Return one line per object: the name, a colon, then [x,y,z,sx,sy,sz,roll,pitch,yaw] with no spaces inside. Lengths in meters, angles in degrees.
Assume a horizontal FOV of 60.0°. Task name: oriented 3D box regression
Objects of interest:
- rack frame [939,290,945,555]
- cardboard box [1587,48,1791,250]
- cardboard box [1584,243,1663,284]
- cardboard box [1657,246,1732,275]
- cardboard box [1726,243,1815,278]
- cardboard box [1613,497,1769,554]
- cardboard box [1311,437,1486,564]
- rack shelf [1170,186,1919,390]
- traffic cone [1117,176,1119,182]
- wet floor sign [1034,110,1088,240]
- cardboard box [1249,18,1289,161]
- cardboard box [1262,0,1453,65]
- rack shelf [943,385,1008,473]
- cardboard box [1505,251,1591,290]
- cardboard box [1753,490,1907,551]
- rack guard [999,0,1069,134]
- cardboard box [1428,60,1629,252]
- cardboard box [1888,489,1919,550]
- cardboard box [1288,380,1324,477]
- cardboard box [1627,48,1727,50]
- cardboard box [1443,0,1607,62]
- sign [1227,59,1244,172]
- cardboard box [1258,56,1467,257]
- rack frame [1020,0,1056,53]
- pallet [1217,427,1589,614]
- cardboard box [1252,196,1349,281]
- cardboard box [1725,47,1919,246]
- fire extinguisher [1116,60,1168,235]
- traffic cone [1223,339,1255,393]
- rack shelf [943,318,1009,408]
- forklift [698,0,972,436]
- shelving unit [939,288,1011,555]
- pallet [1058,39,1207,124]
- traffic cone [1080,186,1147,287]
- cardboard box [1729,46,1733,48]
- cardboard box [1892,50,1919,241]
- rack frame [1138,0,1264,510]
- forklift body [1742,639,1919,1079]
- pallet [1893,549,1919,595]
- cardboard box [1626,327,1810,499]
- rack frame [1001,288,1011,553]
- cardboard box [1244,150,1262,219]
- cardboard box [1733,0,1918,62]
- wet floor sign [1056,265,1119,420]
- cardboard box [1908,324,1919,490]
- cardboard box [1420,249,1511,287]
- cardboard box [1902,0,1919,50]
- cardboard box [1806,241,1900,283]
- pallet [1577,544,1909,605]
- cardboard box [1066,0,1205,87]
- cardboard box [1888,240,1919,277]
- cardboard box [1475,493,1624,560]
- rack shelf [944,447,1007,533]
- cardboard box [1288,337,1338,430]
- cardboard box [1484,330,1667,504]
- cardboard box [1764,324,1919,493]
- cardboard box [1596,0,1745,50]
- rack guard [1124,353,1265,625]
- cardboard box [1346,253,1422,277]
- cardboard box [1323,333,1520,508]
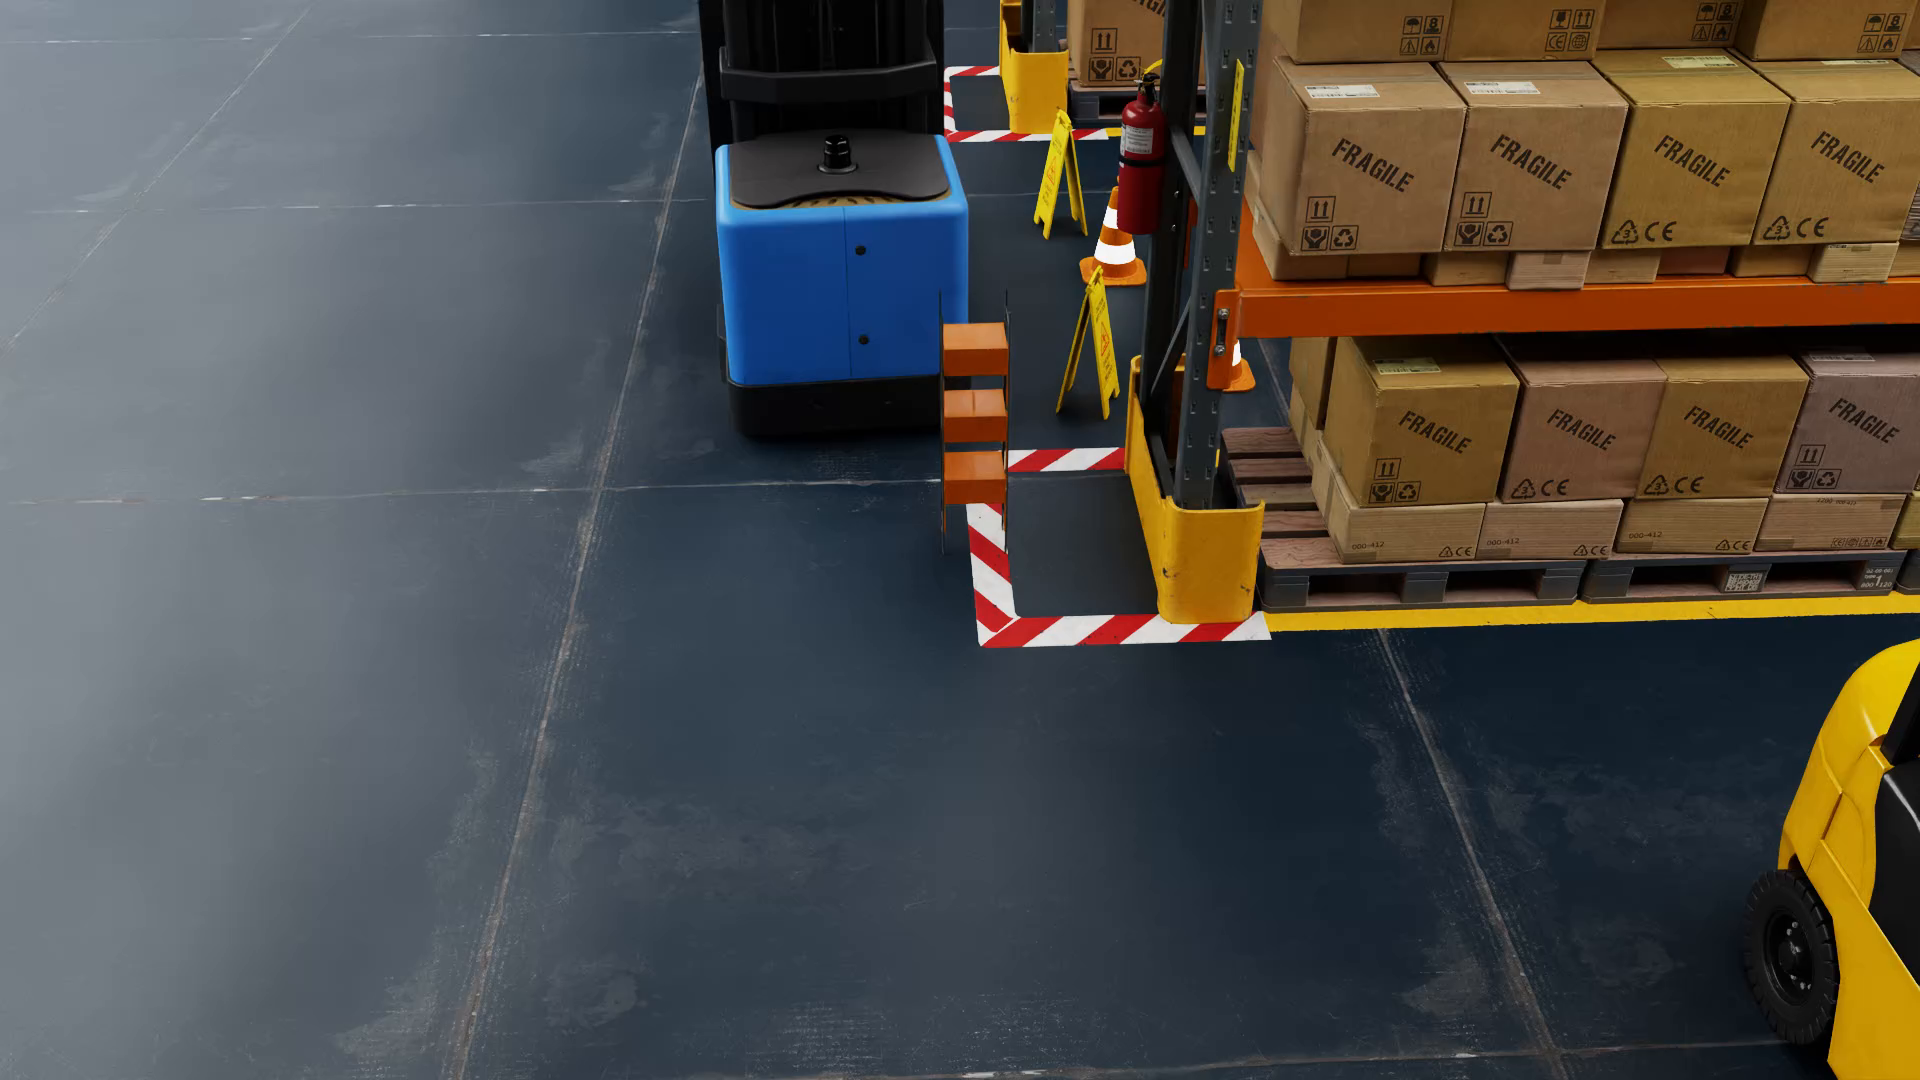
rack frame: [-0.069,-0.430,6.320,0.008,1.050,0.200,-2,35,-2]
cardboard box: [2.332,-1.302,5.518,0.500,0.500,0.500,-2,35,-3]
cardboard box: [2.201,-1.025,5.686,0.250,0.149,0.380,-1,35,-1]
cardboard box: [2.462,-1.066,5.746,0.250,0.149,0.380,0,35,-1]
cardboard box: [2.727,-1.056,5.732,0.250,0.149,0.380,-2,35,-3]
cardboard box: [2.693,-0.192,6.309,0.500,0.250,0.500,1,35,1]
cardboard box: [1.638,-0.160,6.264,0.500,0.250,0.500,-2,35,-3]
rack shelf: [2.817,-1.012,6.079,4.000,0.370,1.077,-2,35,-2]
traffic cone: [1.082,-2.229,9.435,0.334,0.463,0.336,-2,35,-2]
wet floor sign: [0.549,-1.970,8.901,0.232,0.644,0.267,-7,35,-10]
cardboard box: [1.348,-1.588,5.931,0.500,0.500,0.500,-2,35,-3]
cardboard box: [1.319,-1.966,5.598,0.500,0.500,0.700,-2,35,-3]
rack shelf: [0.053,-0.424,6.330,0.240,0.259,0.215,-2,35,-2]
cardboard box: [1.944,-0.999,5.649,0.250,0.149,0.380,-1,35,-1]
cardboard box: [3.197,-0.204,6.327,0.500,0.250,0.500,-1,35,-1]
rack guard: [0.460,-3.036,10.569,0.348,0.500,1.175,-2,35,-2]
cardboard box: [1.823,-1.288,5.497,0.500,0.500,0.500,-1,35,-1]
cardboard box: [3.705,-0.215,6.343,0.500,0.250,0.500,-2,35,-3]
cardboard box: [1.638,-0.471,6.713,0.500,0.250,0.500,-2,35,-2]
cardboard box: [2.349,-1.611,5.963,0.500,0.500,0.500,-2,35,-2]
cardboard box: [1.825,-1.975,5.612,0.500,0.500,0.700,-1,35,-2]
sign: [0.845,-1.301,5.105,0.005,0.325,0.100,-2,35,-2]
cardboard box: [1.305,-1.272,5.474,0.500,0.500,0.500,-2,35,-3]
rack frame: [0.484,-4.065,9.858,0.127,3.000,1.000,-2,35,-2]
pallet: [1.708,-0.111,6.596,1.213,0.211,1.003,-2,35,-2]
cardboard box: [1.168,-1.042,5.711,0.250,0.149,0.380,-1,35,-2]
cardboard box: [2.839,-1.321,5.544,0.500,0.500,0.500,-2,35,-3]
fire extinguisher: [0.683,-1.481,6.193,0.183,0.674,0.296,-2,35,-2]
traffic cone: [1.188,-0.955,7.595,0.334,0.463,0.336,-2,35,-2]
rack shelf: [0.053,-0.658,6.169,0.240,0.259,0.215,-2,35,-2]
forklift: [-0.647,-2.478,7.626,1.130,2.935,3.031,-4,35,-6]
shelving unit: [0.053,-0.433,6.324,0.252,1.050,0.215,-2,35,-2]
pallet: [1.279,-2.984,10.747,1.213,0.211,1.003,-2,35,-2]
traffic cone: [0.796,-1.577,8.493,0.334,0.463,0.336,-2,35,-2]
cardboard box: [2.856,-1.614,5.968,0.500,0.500,0.500,-1,35,-2]
cardboard box: [3.351,-1.337,5.568,0.500,0.500,0.500,-1,35,-1]
rack frame: [0.819,-1.254,5.797,0.127,3.000,1.000,-2,35,-2]
forklift body: [2.866,0.829,3.534,1.214,2.155,2.313,-2,35,-2]
pallet: [4.146,-0.177,6.691,1.213,0.211,1.003,-2,35,-2]
cardboard box: [2.685,-0.495,6.089,0.500,0.500,0.500,-1,35,-1]
rack frame: [0.175,-0.436,6.329,0.008,1.050,0.200,-2,35,-2]
cardboard box: [1.183,-1.282,6.058,0.250,0.149,0.380,0,35,-1]
cardboard box: [2.834,-1.982,5.621,0.500,0.500,0.700,-2,35,-3]
wet floor sign: [0.579,-0.889,7.338,0.232,0.644,0.267,10,36,14]
cardboard box: [3.729,-0.529,6.137,0.500,0.500,0.500,-1,35,-1]
cardboard box: [1.689,-1.018,5.677,0.250,0.149,0.380,-3,35,-4]
cardboard box: [3.351,-2.048,5.716,0.500,0.500,0.700,-2,35,-3]
cardboard box: [2.981,-1.030,5.694,0.250,0.149,0.380,-1,35,-2]
pallet: [2.924,-0.142,6.641,1.213,0.211,1.003,-2,35,-2]
cardboard box: [1.158,-3.420,10.424,0.875,0.875,0.875,-1,35,-2]
cardboard box: [3.236,-1.057,5.733,0.250,0.149,0.380,-2,35,-3]
cardboard box: [2.148,-0.170,6.278,0.500,0.250,0.500,0,35,-1]
rack shelf: [0.053,-0.196,6.488,0.240,0.259,0.215,-2,35,-2]
cardboard box: [1.607,-0.774,6.492,0.500,0.500,0.500,-1,35,-2]
cardboard box: [2.184,-0.486,6.076,0.500,0.500,0.500,-3,35,-4]
cardboard box: [3.219,-0.514,6.116,0.500,0.500,0.500,0,35,0]
cardboard box: [2.330,-2.048,5.716,0.500,0.500,0.700,-2,35,-3]
rack guard: [0.895,-0.228,6.511,0.348,0.500,1.175,-2,35,-2]
cardboard box: [1.420,-1.057,5.733,0.250,0.149,0.380,-1,35,-2]
cardboard box: [1.662,-0.470,6.052,0.500,0.500,0.500,-3,35,-4]
